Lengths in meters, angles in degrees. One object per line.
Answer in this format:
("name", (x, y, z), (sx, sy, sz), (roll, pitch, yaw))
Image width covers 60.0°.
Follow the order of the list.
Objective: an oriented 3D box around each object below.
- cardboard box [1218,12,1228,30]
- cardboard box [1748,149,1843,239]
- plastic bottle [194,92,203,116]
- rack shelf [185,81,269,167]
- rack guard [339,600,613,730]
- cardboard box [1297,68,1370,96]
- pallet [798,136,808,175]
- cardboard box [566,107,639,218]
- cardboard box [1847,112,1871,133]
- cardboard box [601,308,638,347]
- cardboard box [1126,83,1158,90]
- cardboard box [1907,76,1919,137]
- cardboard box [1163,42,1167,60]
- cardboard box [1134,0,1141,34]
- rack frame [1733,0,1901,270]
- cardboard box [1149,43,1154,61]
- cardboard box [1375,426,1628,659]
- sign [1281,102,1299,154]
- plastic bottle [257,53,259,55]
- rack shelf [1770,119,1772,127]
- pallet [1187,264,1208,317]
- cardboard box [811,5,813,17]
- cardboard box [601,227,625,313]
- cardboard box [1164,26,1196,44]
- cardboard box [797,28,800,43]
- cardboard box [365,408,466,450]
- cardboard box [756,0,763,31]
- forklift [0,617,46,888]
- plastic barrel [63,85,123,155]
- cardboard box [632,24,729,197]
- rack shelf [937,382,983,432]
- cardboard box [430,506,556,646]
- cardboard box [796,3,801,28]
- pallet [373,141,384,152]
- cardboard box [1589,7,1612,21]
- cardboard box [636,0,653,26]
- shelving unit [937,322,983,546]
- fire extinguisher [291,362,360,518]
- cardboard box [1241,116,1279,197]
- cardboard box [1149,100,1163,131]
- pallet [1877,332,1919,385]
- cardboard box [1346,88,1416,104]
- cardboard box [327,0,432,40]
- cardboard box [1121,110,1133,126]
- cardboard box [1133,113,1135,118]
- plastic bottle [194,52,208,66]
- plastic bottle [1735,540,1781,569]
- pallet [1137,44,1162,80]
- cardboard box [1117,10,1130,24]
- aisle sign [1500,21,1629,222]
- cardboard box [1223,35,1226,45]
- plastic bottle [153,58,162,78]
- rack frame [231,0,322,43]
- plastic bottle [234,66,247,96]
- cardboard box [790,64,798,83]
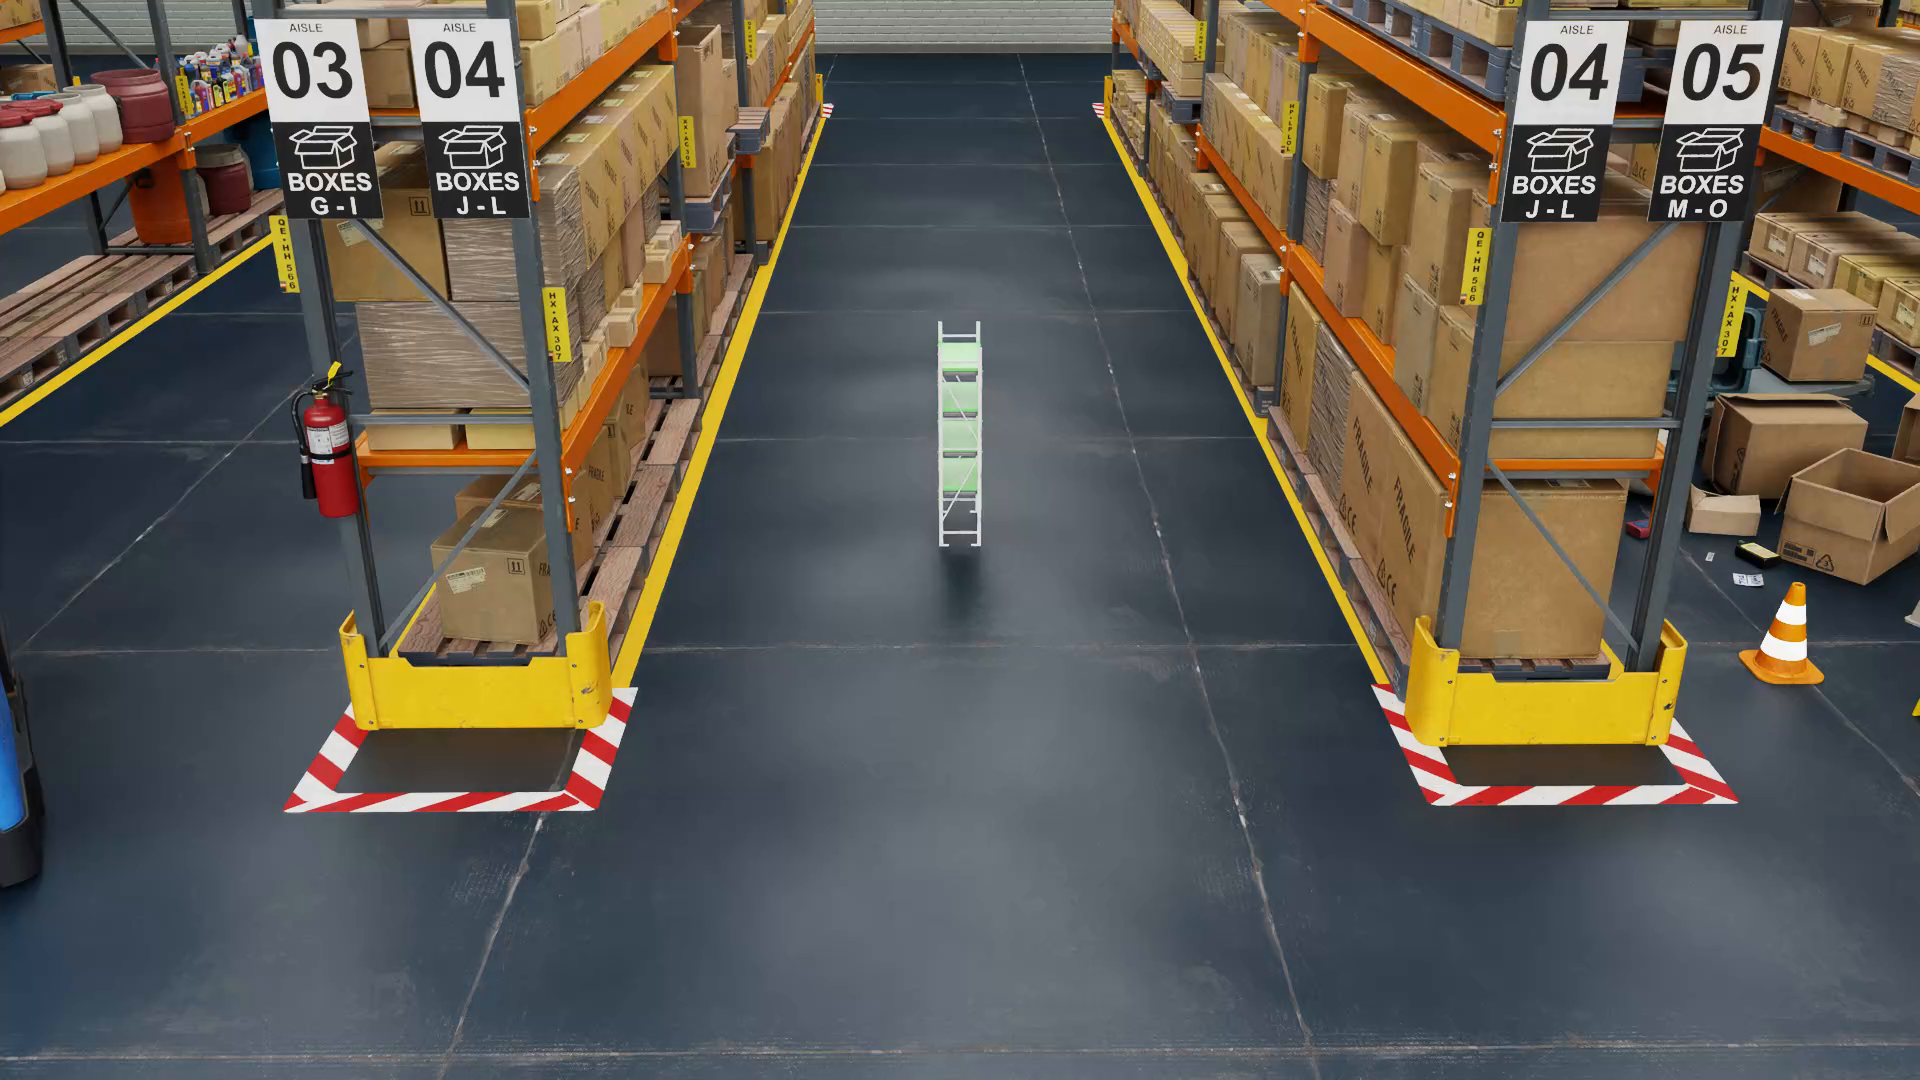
("cardboard box", (2.773, -5.202, 16.685), (0.380, 0.149, 0.250), (-1, 24, -2))
("cardboard box", (7.634, -3.369, 15.628), (0.875, 0.875, 0.875), (0, 24, -1))
("plastic bottle", (-6.960, -3.971, 15.132), (0.097, 0.201, 0.097), (0, 24, 0))
("rack shelf", (-7.325, -4.290, 16.469), (1.077, 0.370, 4.000), (0, 24, -1))
("rack guard", (-2.265, 0.588, 7.843), (1.175, 0.500, 0.348), (0, 24, -1))
("cardboard box", (2.642, -2.854, 11.086), (0.700, 0.500, 0.500), (-1, 24, -1))
("pallet", (-2.325, -4.508, 19.460), (1.003, 0.211, 1.213), (0, 24, -1))
("cardboard box", (-2.014, -2.002, 8.842), (0.500, 0.500, 0.500), (0, 24, -1))
("cardboard box", (7.365, -3.361, 13.336), (0.380, 0.149, 0.250), (1, 24, 3))
("cardboard box", (-1.948, -1.142, 8.941), (0.380, 0.149, 0.250), (0, 24, -1))
("cardboard box", (2.266, -5.606, 20.733), (0.380, 0.149, 0.250), (1, 24, 2))
("cardboard box", (7.361, -3.191, 12.174), (0.500, 0.500, 0.500), (1, 24, 1))
("cardboard box", (2.136, -4.635, 15.792), (0.380, 0.149, 0.250), (0, 24, -1))
("cardboard box", (2.274, -6.038, 18.979), (0.500, 0.500, 0.500), (-1, 24, -2))
("rack frame", (7.558, -3.861, 14.646), (1.000, 3.000, 0.127), (0, 24, -1))
("cardboard box", (2.123, -4.932, 16.810), (0.380, 0.149, 0.250), (-1, 24, -3))
("cardboard box", (2.624, -0.003, 8.185), (0.875, 0.875, 0.875), (0, 24, 0))
("sign", (2.111, -2.634, 10.624), (0.100, 0.325, 0.005), (0, 24, -1))
("plastic bottle", (-7.152, -4.966, 17.149), (0.144, 0.351, 0.185), (0, 24, -1))
("rack shelf", (7.537, -4.357, 16.617), (1.077, 0.370, 4.000), (0, 24, -1))
("pallet", (2.543, -2.201, 14.361), (1.003, 0.211, 1.213), (0, 24, -1))
("cardboard box", (-2.105, -6.853, 21.567), (0.380, 0.149, 0.250), (0, 24, 0))
("cardboard box", (-2.324, -1.545, 9.045), (0.875, 0.500, 0.500), (0, 24, -1))
("cardboard box", (2.139, -4.766, 15.720), (0.380, 0.149, 0.250), (0, 24, -1))
("cardboard box", (-2.079, -5.904, 19.469), (0.380, 0.149, 0.250), (-1, 24, -1))
("cardboard box", (-2.473, -0.522, 7.568), (0.380, 0.149, 0.250), (0, 24, -1))
("cardboard box", (-2.383, -5.421, 16.758), (0.797, 0.503, 0.637), (0, 24, 0))
("forklift", (-4.865, -0.358, 6.985), (1.130, 2.935, 3.031), (-14, 28, -28))
("plastic barrel", (-7.079, -3.422, 13.540), (0.421, 0.512, 0.421), (0, 24, 0))
("cardboard box", (-2.176, -2.961, 11.419), (1.000, 1.000, 1.000), (0, 24, 0))
("rack shelf", (-0.002, -0.775, 9.581), (0.258, 0.148, 0.480), (0, 24, -1))
("cardboard box", (-2.254, 0.170, 8.257), (0.500, 0.500, 0.500), (4, 25, 9))
("cardboard box", (-2.150, -6.145, 19.518), (0.500, 0.250, 0.500), (0, 24, 1))
("pallet", (-7.394, -4.474, 19.387), (1.003, 0.211, 1.213), (0, 24, -1))
("cardboard box", (3.008, -2.340, 7.319), (0.380, 0.149, 0.250), (0, 24, 0))
("cardboard box", (-2.046, -3.064, 9.428), (0.500, 0.250, 0.500), (0, 24, 1))
("shelving unit", (-0.002, -0.615, 9.654), (0.258, 1.200, 0.503), (0, 24, -1))
("fire extinguisher", (-2.723, -0.435, 7.166), (0.296, 0.674, 0.183), (0, 24, -1))
("cardboard box", (2.369, -2.824, 12.234), (0.500, 0.500, 0.500), (0, 24, 0))
("cardboard box", (2.310, -4.534, 17.748), (0.500, 0.250, 0.500), (-1, 24, -3))
("pallet", (7.592, -1.263, 12.286), (1.003, 0.211, 1.213), (0, 24, -1))
("cardboard box", (2.745, -2.331, 9.771), (0.875, 0.550, 0.550), (0, 24, -1))
("cardboard box", (-2.464, -2.221, 7.078), (0.380, 0.149, 0.250), (-1, 24, -2))
("cardboard box", (2.209, -5.245, 20.657), (0.380, 0.149, 0.250), (-1, 24, -3))
("cardboard box", (2.299, -5.142, 20.069), (0.380, 0.149, 0.250), (-1, 24, -3))
("plastic bottle", (-7.713, -4.812, 16.899), (0.152, 0.276, 0.135), (0, 24, -1))
("plastic bottle", (4.539, 0.074, 9.511), (0.133, 0.061, 0.283), (-9, 26, -19))
("pallet", (2.429, -5.042, 17.491), (1.003, 0.211, 1.213), (0, 24, -1))
("cardboard box", (2.192, -6.628, 21.070), (0.380, 0.149, 0.250), (-1, 24, -2))
("aisle sign", (2.398, -1.654, 6.613), (0.394, 0.787, 0.004), (0, 24, -1))
("cardboard box", (2.783, -4.851, 16.271), (0.380, 0.149, 0.250), (1, 24, 1))
("plastic bottle", (-7.707, -4.473, 16.060), (0.144, 0.351, 0.185), (0, 24, -1))
("rack frame", (-7.347, -5.442, 18.143), (1.000, 3.000, 0.127), (0, 24, -1))
("plastic bottle", (-6.972, -4.439, 16.081), (0.097, 0.271, 0.097), (0, 24, 0))
("cardboard box", (-2.322, -4.960, 19.146), (0.875, 0.875, 0.875), (0, 24, -1))
